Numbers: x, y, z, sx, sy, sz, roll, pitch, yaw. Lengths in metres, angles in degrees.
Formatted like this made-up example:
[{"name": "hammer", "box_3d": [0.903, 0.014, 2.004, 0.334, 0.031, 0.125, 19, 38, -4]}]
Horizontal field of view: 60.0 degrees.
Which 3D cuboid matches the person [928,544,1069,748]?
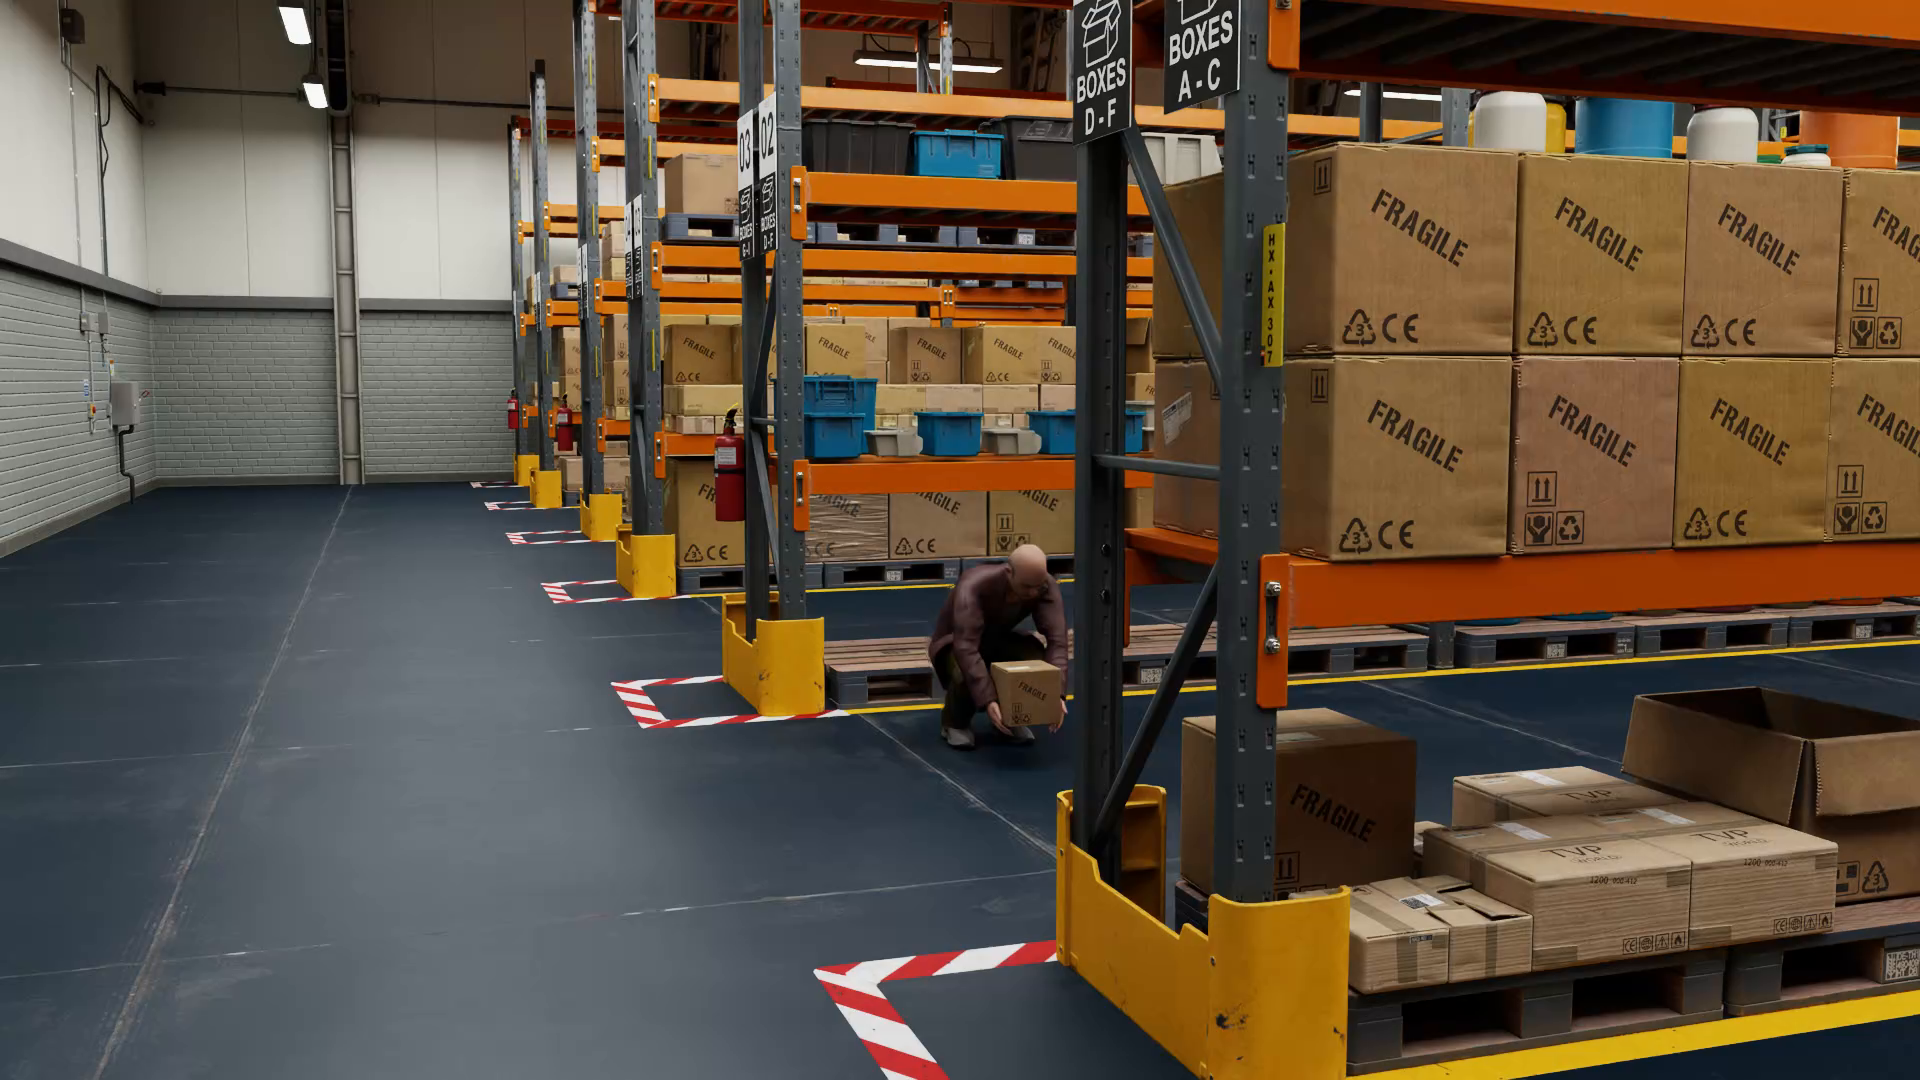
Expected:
[{"name": "person", "box_3d": [0.181, 0.492, 7.871, 0.612, 0.997, 0.901, -2, 6, -19]}]
